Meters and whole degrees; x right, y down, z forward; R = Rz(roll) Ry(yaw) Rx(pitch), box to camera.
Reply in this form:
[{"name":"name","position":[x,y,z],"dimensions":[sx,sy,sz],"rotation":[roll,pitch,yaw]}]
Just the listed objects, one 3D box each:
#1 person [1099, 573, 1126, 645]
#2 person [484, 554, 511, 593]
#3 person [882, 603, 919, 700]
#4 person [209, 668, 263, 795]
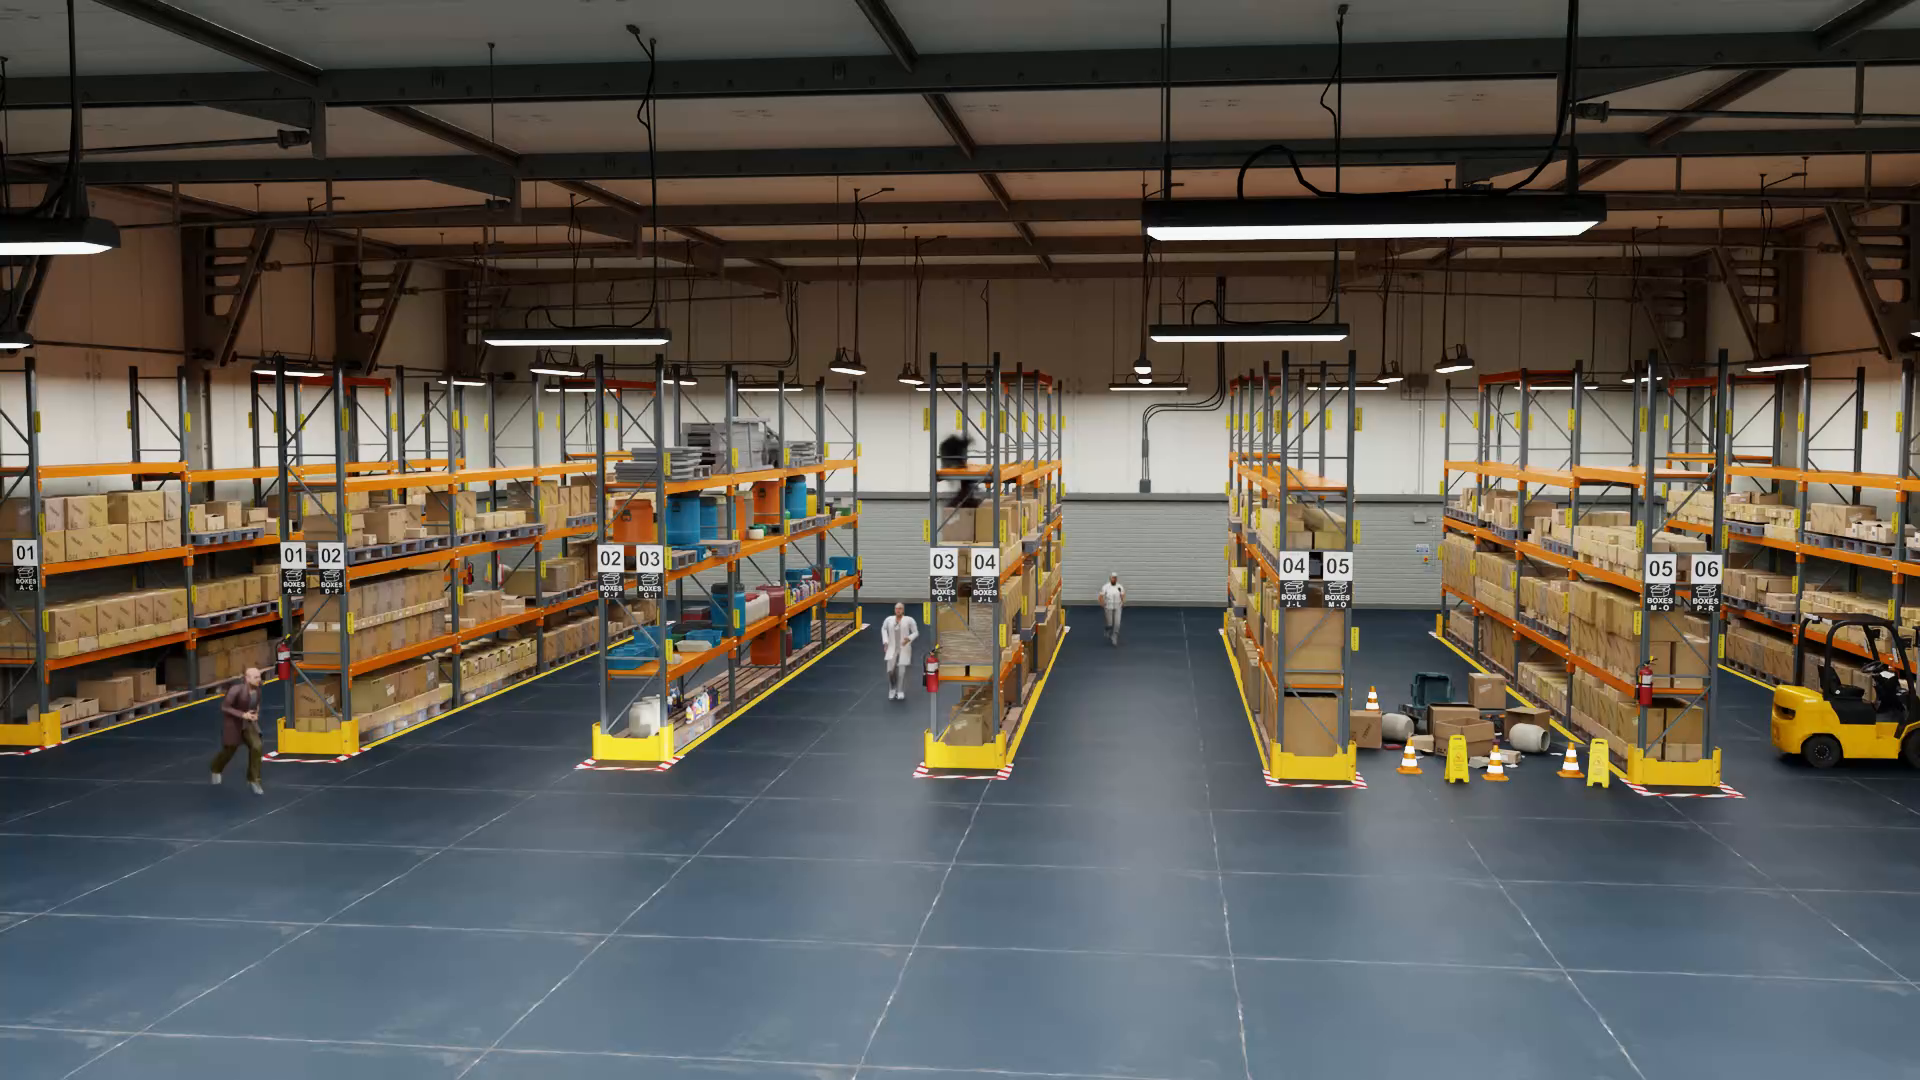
[{"name":"person","position":[3.459,1.546,37.602],"dimensions":[0.610,1.627,0.557],"rotation":[0,4,-6]},{"name":"person","position":[-11.264,1.242,40.526],"dimensions":[0.633,1.821,0.739],"rotation":[0,4,4]},{"name":"person","position":[-1.099,2.011,29.921],"dimensions":[0.714,1.765,0.706],"rotation":[1,4,7]},{"name":"person","position":[-9.862,2.577,22.631],"dimensions":[1.062,1.748,0.747],"rotation":[2,5,27]}]
